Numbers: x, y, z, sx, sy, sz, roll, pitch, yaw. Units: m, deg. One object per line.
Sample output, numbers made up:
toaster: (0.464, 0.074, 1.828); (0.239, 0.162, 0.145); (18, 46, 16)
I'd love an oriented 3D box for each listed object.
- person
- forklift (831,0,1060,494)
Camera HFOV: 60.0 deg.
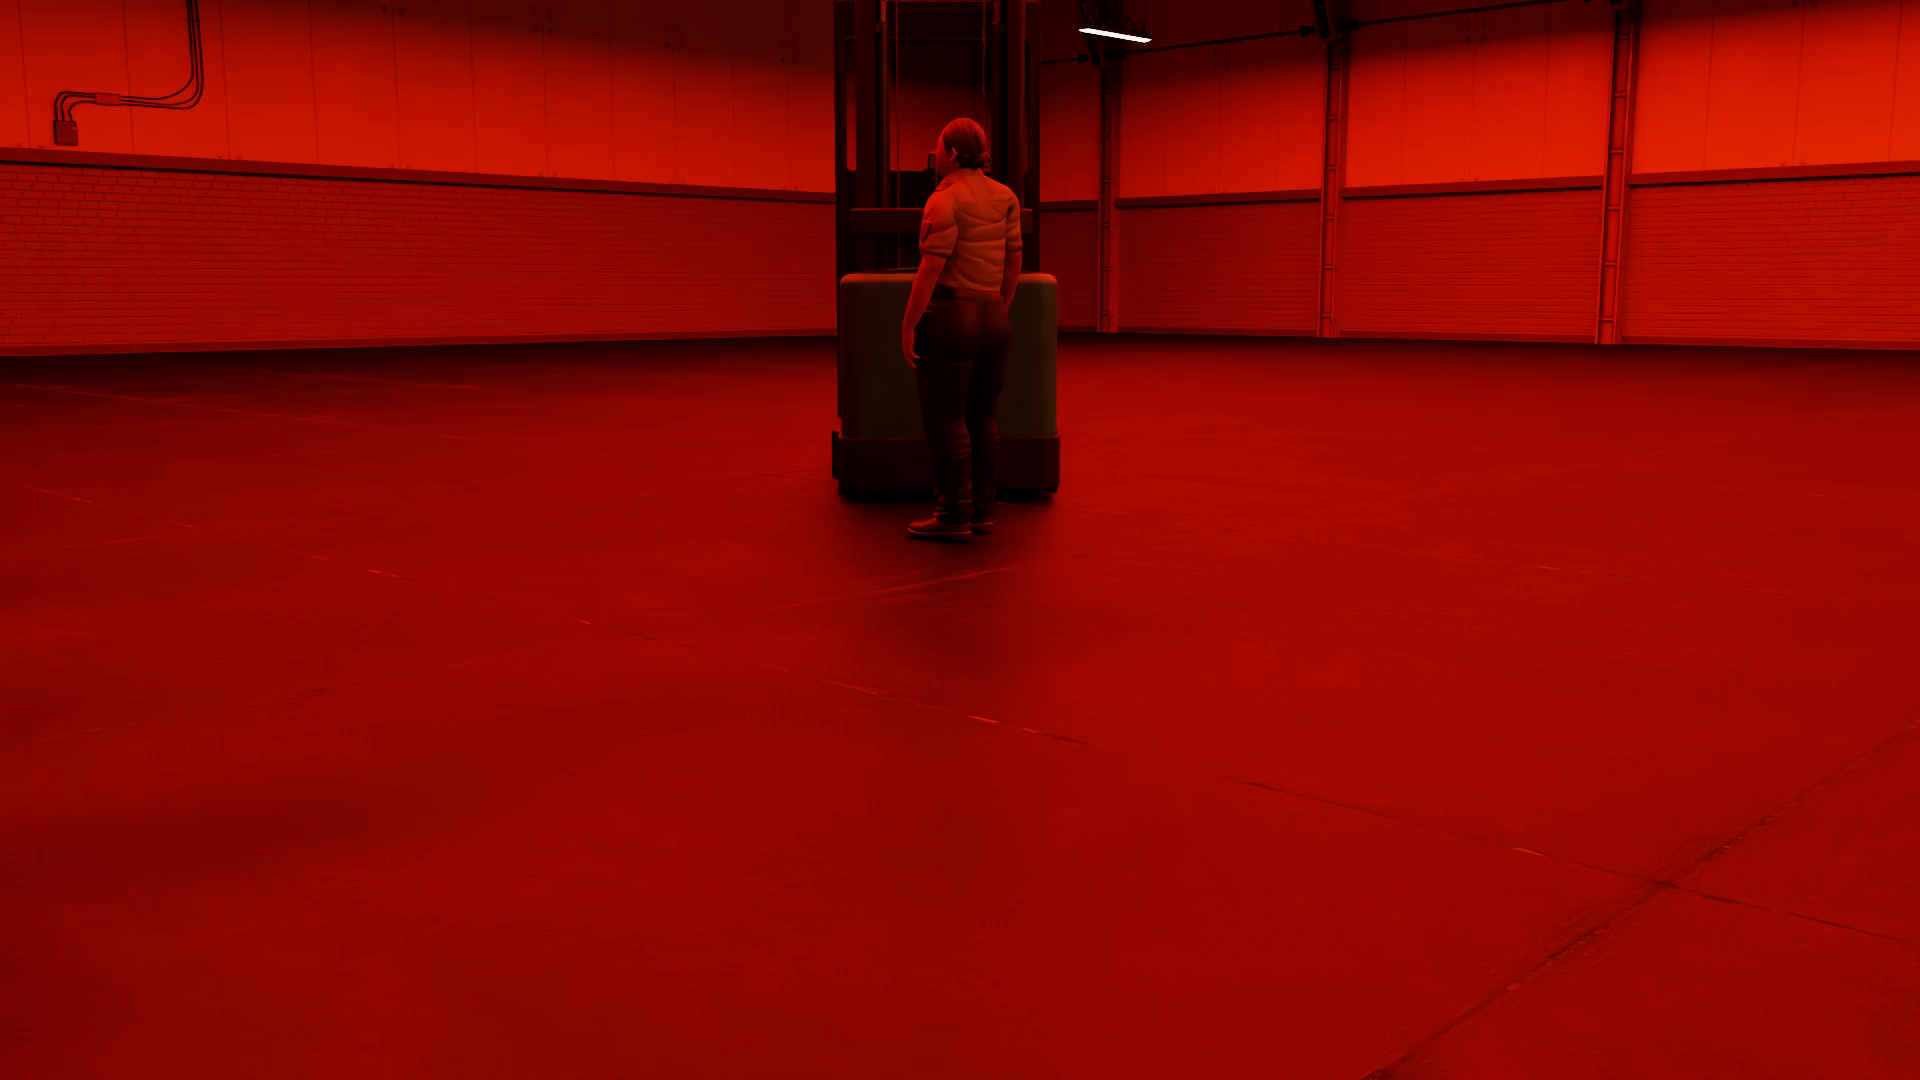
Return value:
person: (-0.049, -0.833, 6.672); (0.502, 1.651, 0.598); (8, 12, 43)
forklift: (-0.136, -1.842, 9.105); (1.130, 2.935, 3.031); (-1, 9, -4)
